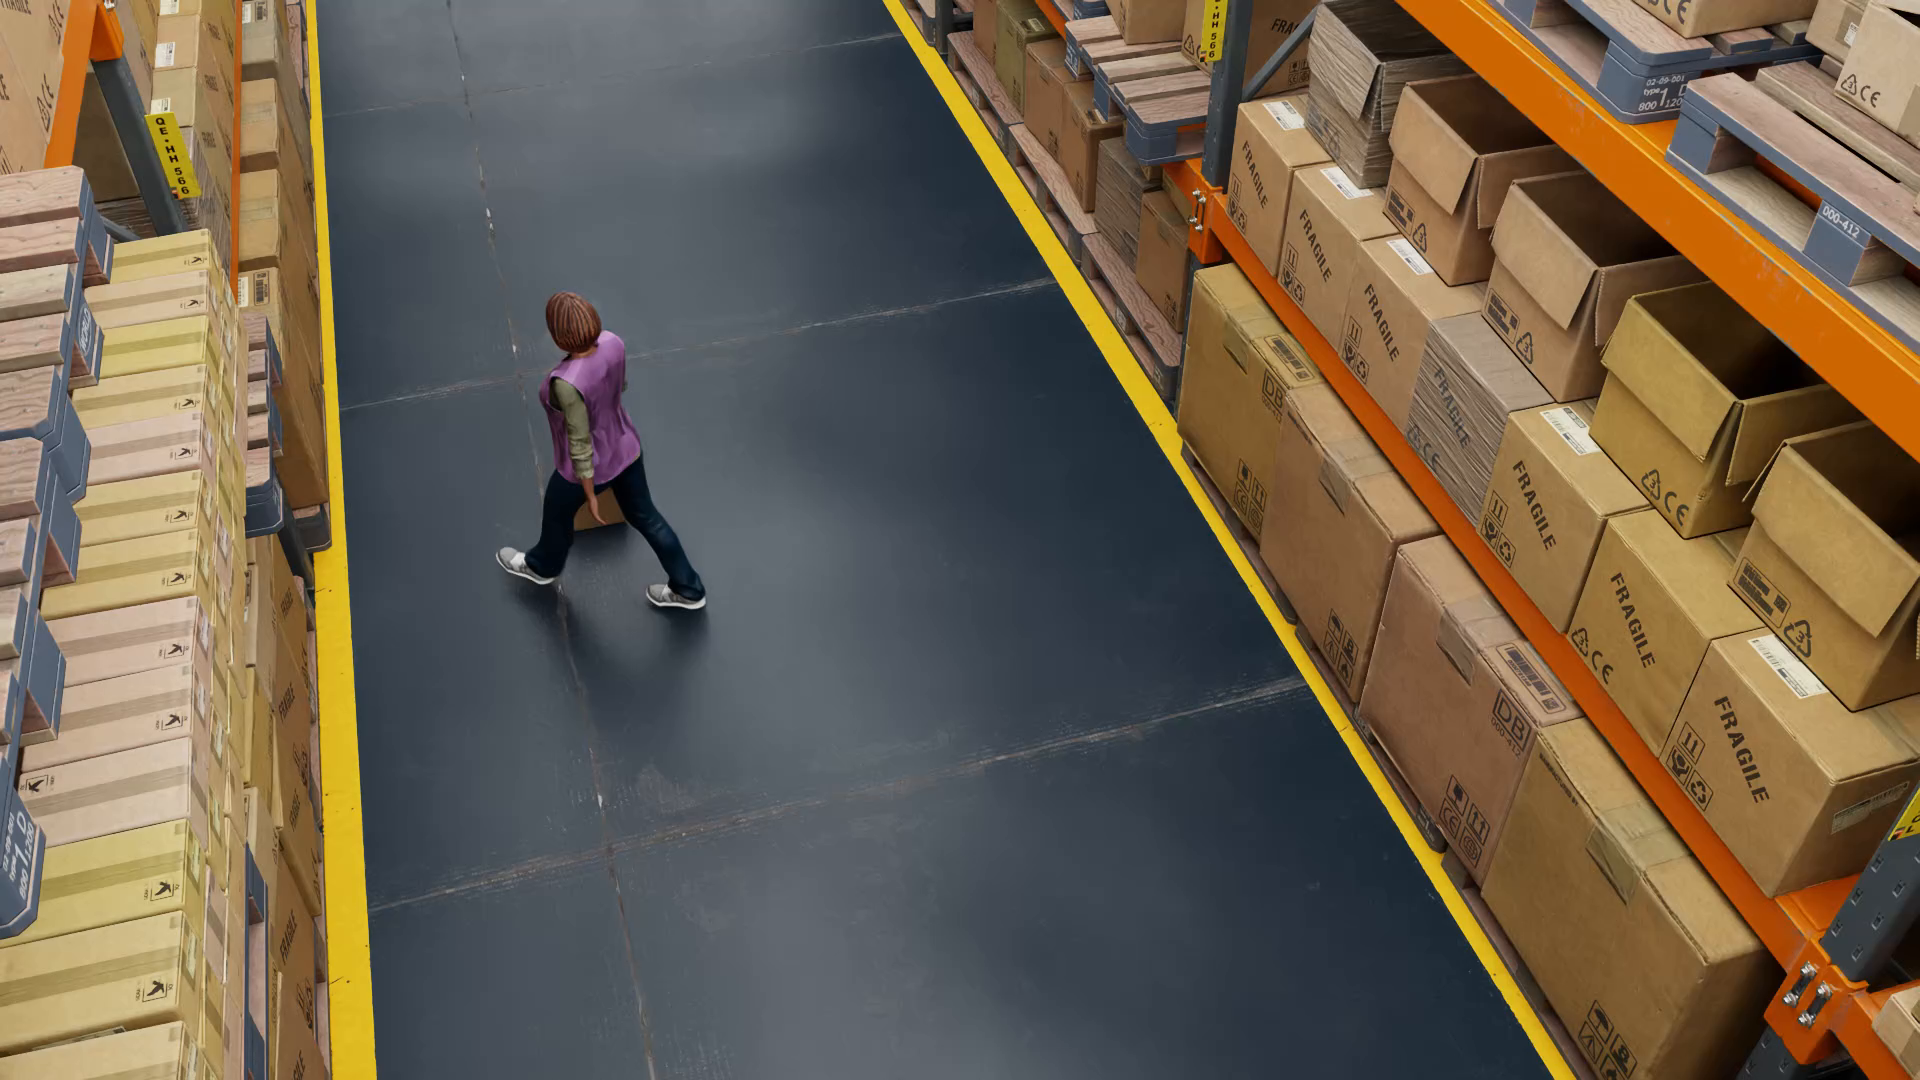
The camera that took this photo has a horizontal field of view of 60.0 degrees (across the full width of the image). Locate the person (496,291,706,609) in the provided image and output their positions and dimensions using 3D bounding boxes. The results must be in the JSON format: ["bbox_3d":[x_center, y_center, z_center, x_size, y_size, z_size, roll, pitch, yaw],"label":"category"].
[{"bbox_3d":[-1.504,-0.369,6.580,0.922,1.550,0.446,22,47,22],"label":"person"}]
